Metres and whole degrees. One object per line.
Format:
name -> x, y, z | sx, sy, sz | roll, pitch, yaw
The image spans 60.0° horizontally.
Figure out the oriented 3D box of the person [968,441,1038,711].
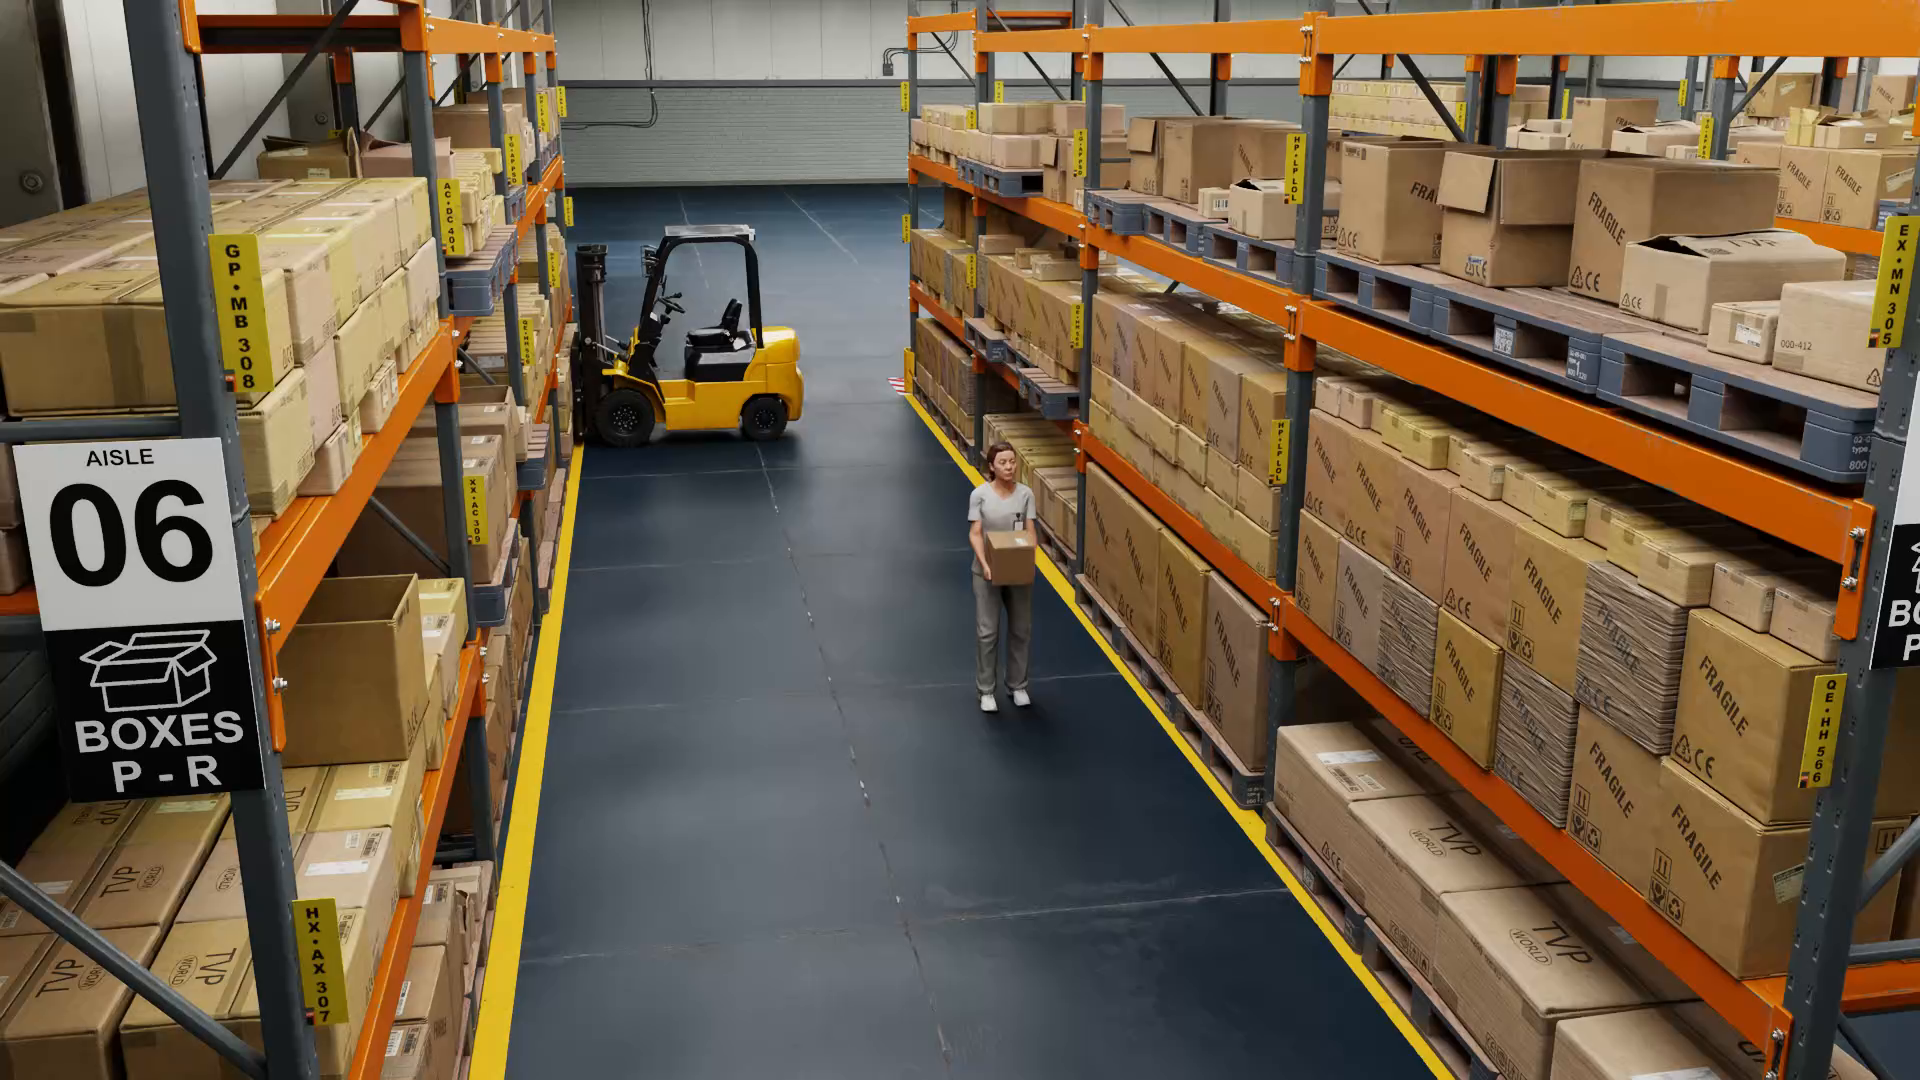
person -> 0.271, 0.230, 10.281 | 0.437, 1.662, 0.555 | -3, 17, -10
